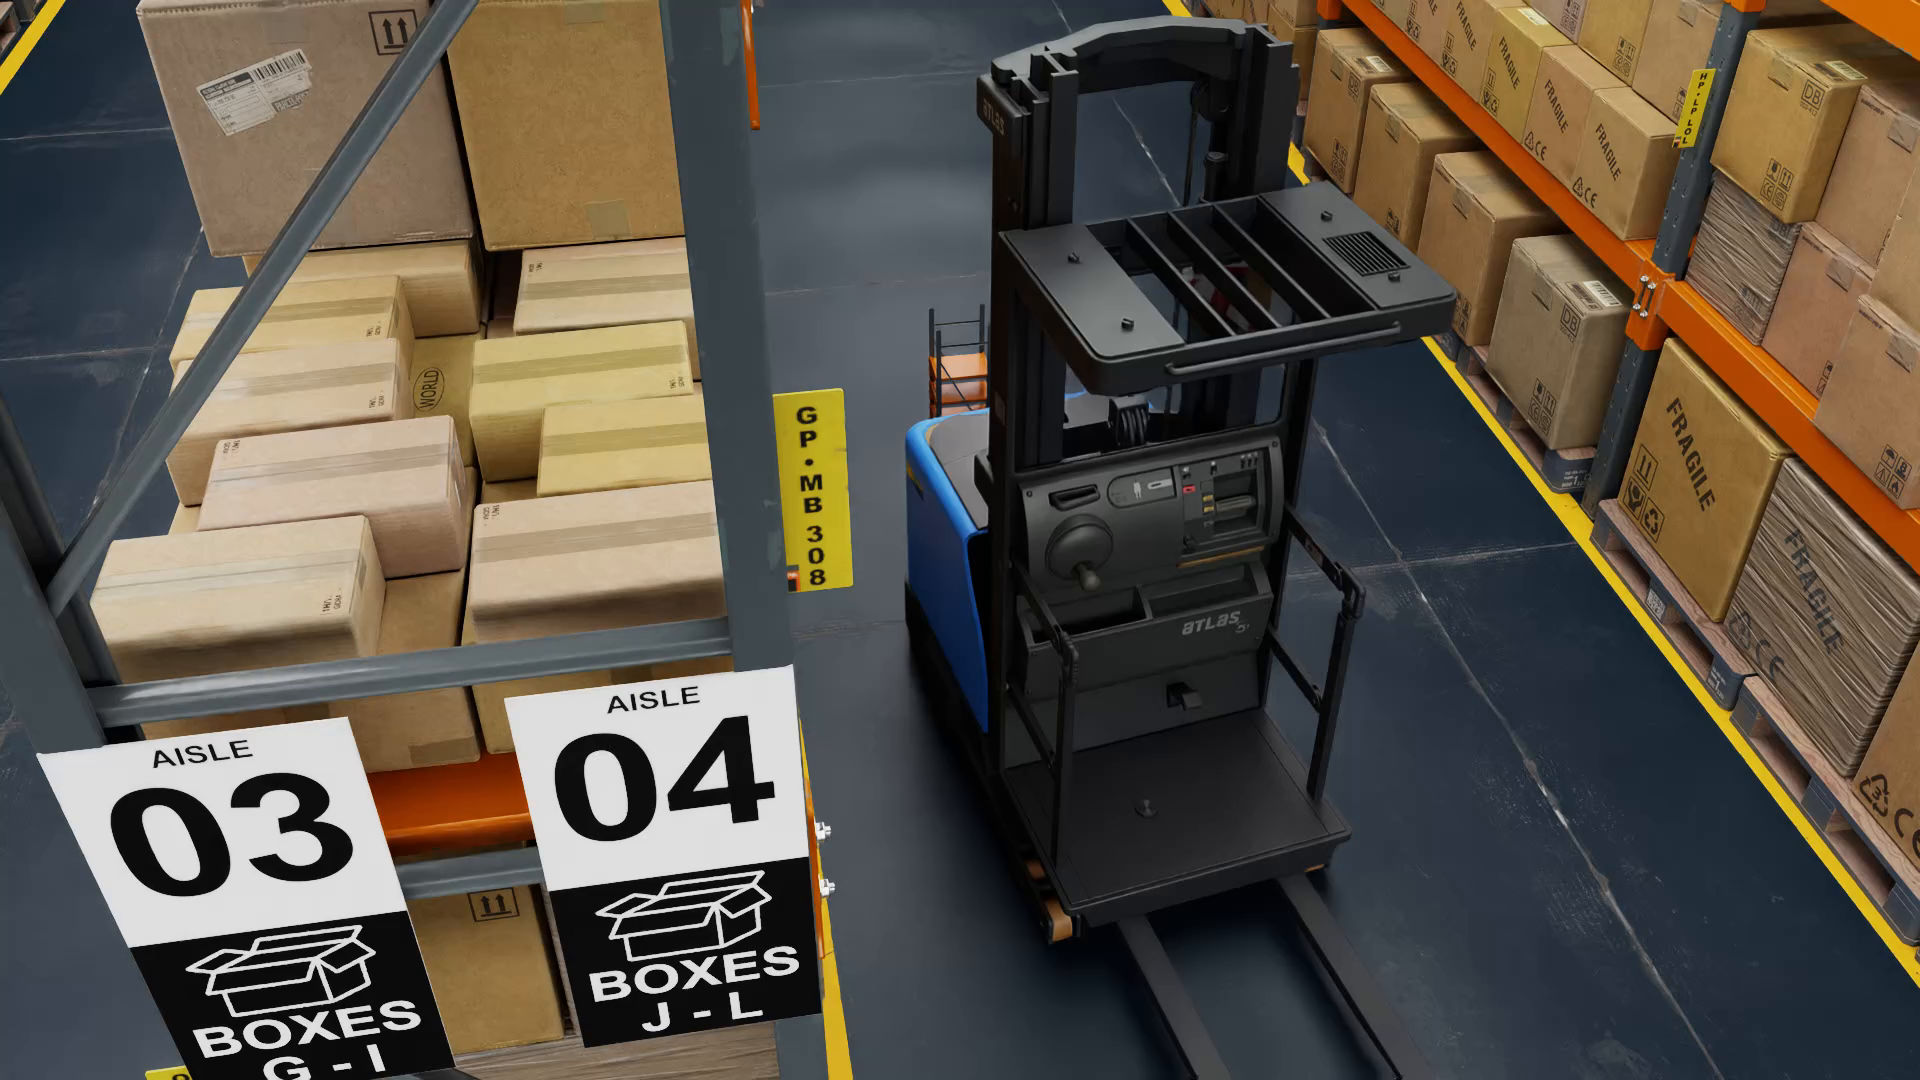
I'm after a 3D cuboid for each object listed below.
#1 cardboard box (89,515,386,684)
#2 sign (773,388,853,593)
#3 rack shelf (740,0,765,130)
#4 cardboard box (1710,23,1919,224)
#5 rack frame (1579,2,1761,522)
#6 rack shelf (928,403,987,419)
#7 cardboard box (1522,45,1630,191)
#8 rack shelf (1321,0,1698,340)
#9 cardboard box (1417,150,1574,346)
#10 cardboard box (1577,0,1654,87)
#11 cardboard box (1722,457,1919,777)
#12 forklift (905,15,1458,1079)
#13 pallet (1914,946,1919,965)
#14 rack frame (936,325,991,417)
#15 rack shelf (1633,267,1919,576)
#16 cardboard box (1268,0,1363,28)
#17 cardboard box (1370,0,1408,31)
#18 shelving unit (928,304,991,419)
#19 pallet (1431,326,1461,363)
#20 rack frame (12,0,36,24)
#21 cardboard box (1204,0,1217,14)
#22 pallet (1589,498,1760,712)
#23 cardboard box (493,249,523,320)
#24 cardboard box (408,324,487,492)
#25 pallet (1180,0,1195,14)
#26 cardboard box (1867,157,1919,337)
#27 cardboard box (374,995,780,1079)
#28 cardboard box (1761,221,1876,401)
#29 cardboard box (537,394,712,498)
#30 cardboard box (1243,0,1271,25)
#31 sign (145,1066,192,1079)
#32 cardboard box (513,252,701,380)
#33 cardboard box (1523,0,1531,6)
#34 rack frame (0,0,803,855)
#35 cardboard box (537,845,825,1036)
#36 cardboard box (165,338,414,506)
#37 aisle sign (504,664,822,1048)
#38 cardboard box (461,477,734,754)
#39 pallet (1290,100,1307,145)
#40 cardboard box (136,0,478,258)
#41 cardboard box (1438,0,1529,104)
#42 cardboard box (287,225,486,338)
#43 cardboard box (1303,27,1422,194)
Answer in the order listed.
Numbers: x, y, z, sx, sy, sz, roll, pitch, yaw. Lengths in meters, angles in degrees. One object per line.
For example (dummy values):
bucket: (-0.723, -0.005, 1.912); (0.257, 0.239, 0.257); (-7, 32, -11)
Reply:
cardboard box: (-1.089, 0.111, 2.514); (0.380, 0.149, 0.250); (-6, 38, -8)
sign: (-0.199, -0.060, 2.225); (0.100, 0.325, 0.005); (-6, 38, -8)
rack shelf: (-1.084, -1.764, 3.274); (1.077, 0.370, 4.000); (-6, 38, -8)
cardboard box: (3.497, -1.619, 6.387); (0.875, 0.550, 0.550); (-6, 38, -8)
rack frame: (3.466, -1.360, 7.056); (1.000, 3.000, 0.127); (-6, 38, -8)
rack shelf: (0.003, -0.525, 7.324); (0.258, 0.103, 0.180); (-6, 38, -8)
cardboard box: (3.023, -1.991, 7.787); (0.500, 0.500, 0.500); (-7, 38, -8)
rack shelf: (3.116, -2.284, 8.832); (1.077, 0.370, 4.000); (-6, 38, -8)
cardboard box: (3.104, -1.586, 8.838); (1.050, 0.750, 0.750); (-6, 38, -8)
cardboard box: (3.281, -2.404, 7.503); (0.700, 0.500, 0.500); (-7, 38, -9)
cardboard box: (3.669, 0.244, 6.380); (0.875, 0.875, 0.875); (-6, 38, -8)
forklift: (0.720, -0.016, 5.381); (1.130, 2.935, 3.031); (-12, 39, -15)
pallet: (3.950, 1.682, 5.413); (1.003, 0.211, 1.213); (-6, 38, -8)
rack frame: (0.019, -0.410, 7.300); (0.240, 1.200, 0.006); (-6, 38, -8)
rack shelf: (3.817, 0.132, 5.722); (1.077, 0.370, 4.000); (-6, 38, -8)
cardboard box: (2.387, -3.636, 11.069); (0.500, 0.250, 0.500); (-7, 38, -9)
cardboard box: (2.670, -3.209, 9.354); (0.500, 0.500, 0.500); (-7, 38, -8)
shelving unit: (0.003, -0.465, 7.371); (0.258, 1.200, 0.189); (-6, 38, -8)
pallet: (3.040, -1.456, 9.452); (1.003, 0.211, 1.213); (-6, 38, -8)
rack frame: (-7.713, -5.187, 11.982); (1.000, 3.000, 0.127); (-6, 38, -8)
cardboard box: (2.132, -4.262, 12.486); (0.500, 0.500, 0.500); (-6, 38, -7)
pallet: (3.523, 0.209, 7.310); (1.003, 0.211, 1.213); (-6, 38, -8)
cardboard box: (-0.743, -0.527, 3.660); (0.500, 0.250, 0.500); (-6, 38, -8)
cardboard box: (-1.158, -0.162, 3.191); (0.500, 0.250, 0.500); (-6, 38, -8)
pallet: (2.202, -4.621, 13.526); (1.003, 0.211, 1.213); (-6, 38, -8)
cardboard box: (3.667, -0.959, 5.537); (0.875, 0.550, 0.550); (-6, 38, -8)
cardboard box: (-0.803, 1.036, 3.648); (0.875, 0.500, 0.500); (-6, 38, -8)
cardboard box: (3.661, -0.868, 6.300); (0.875, 0.550, 0.550); (-6, 38, -8)
cardboard box: (-0.504, -0.113, 2.803); (0.380, 0.149, 0.250); (-5, 38, -7)
cardboard box: (2.305, -3.638, 11.684); (0.500, 0.500, 0.500); (-5, 38, -6)
sign: (-1.283, 0.994, 2.825); (0.100, 0.325, 0.005); (-6, 38, -8)
cardboard box: (-0.647, -0.424, 3.204); (0.380, 0.149, 0.250); (-5, 38, -6)
cardboard box: (3.106, -3.015, 8.289); (0.700, 0.500, 0.500); (-7, 38, -8)
rack frame: (-0.733, -0.841, 1.498); (1.000, 3.000, 0.127); (-6, 38, -8)
cardboard box: (-0.561, 0.615, 3.375); (0.500, 0.500, 0.500); (-6, 38, -8)
cardboard box: (-1.175, -0.212, 2.930); (0.380, 0.149, 0.250); (-8, 39, -10)
aisle sign: (-0.427, 0.507, 2.534); (0.394, 0.787, 0.004); (-6, 38, -8)
cardboard box: (-0.563, 0.084, 2.874); (0.500, 0.250, 0.500); (-5, 38, -7)
pallet: (2.629, -3.147, 11.629); (1.003, 0.211, 1.213); (-6, 38, -8)
cardboard box: (-1.254, -0.920, 3.313); (0.500, 0.500, 0.500); (-6, 38, -8)
cardboard box: (2.843, -2.603, 8.574); (0.500, 0.500, 0.500); (-7, 38, -8)
cardboard box: (-1.163, -0.524, 3.332); (0.380, 0.149, 0.250); (-6, 38, -7)
cardboard box: (2.783, -2.676, 10.241); (1.050, 0.750, 0.750); (-7, 38, -9)
